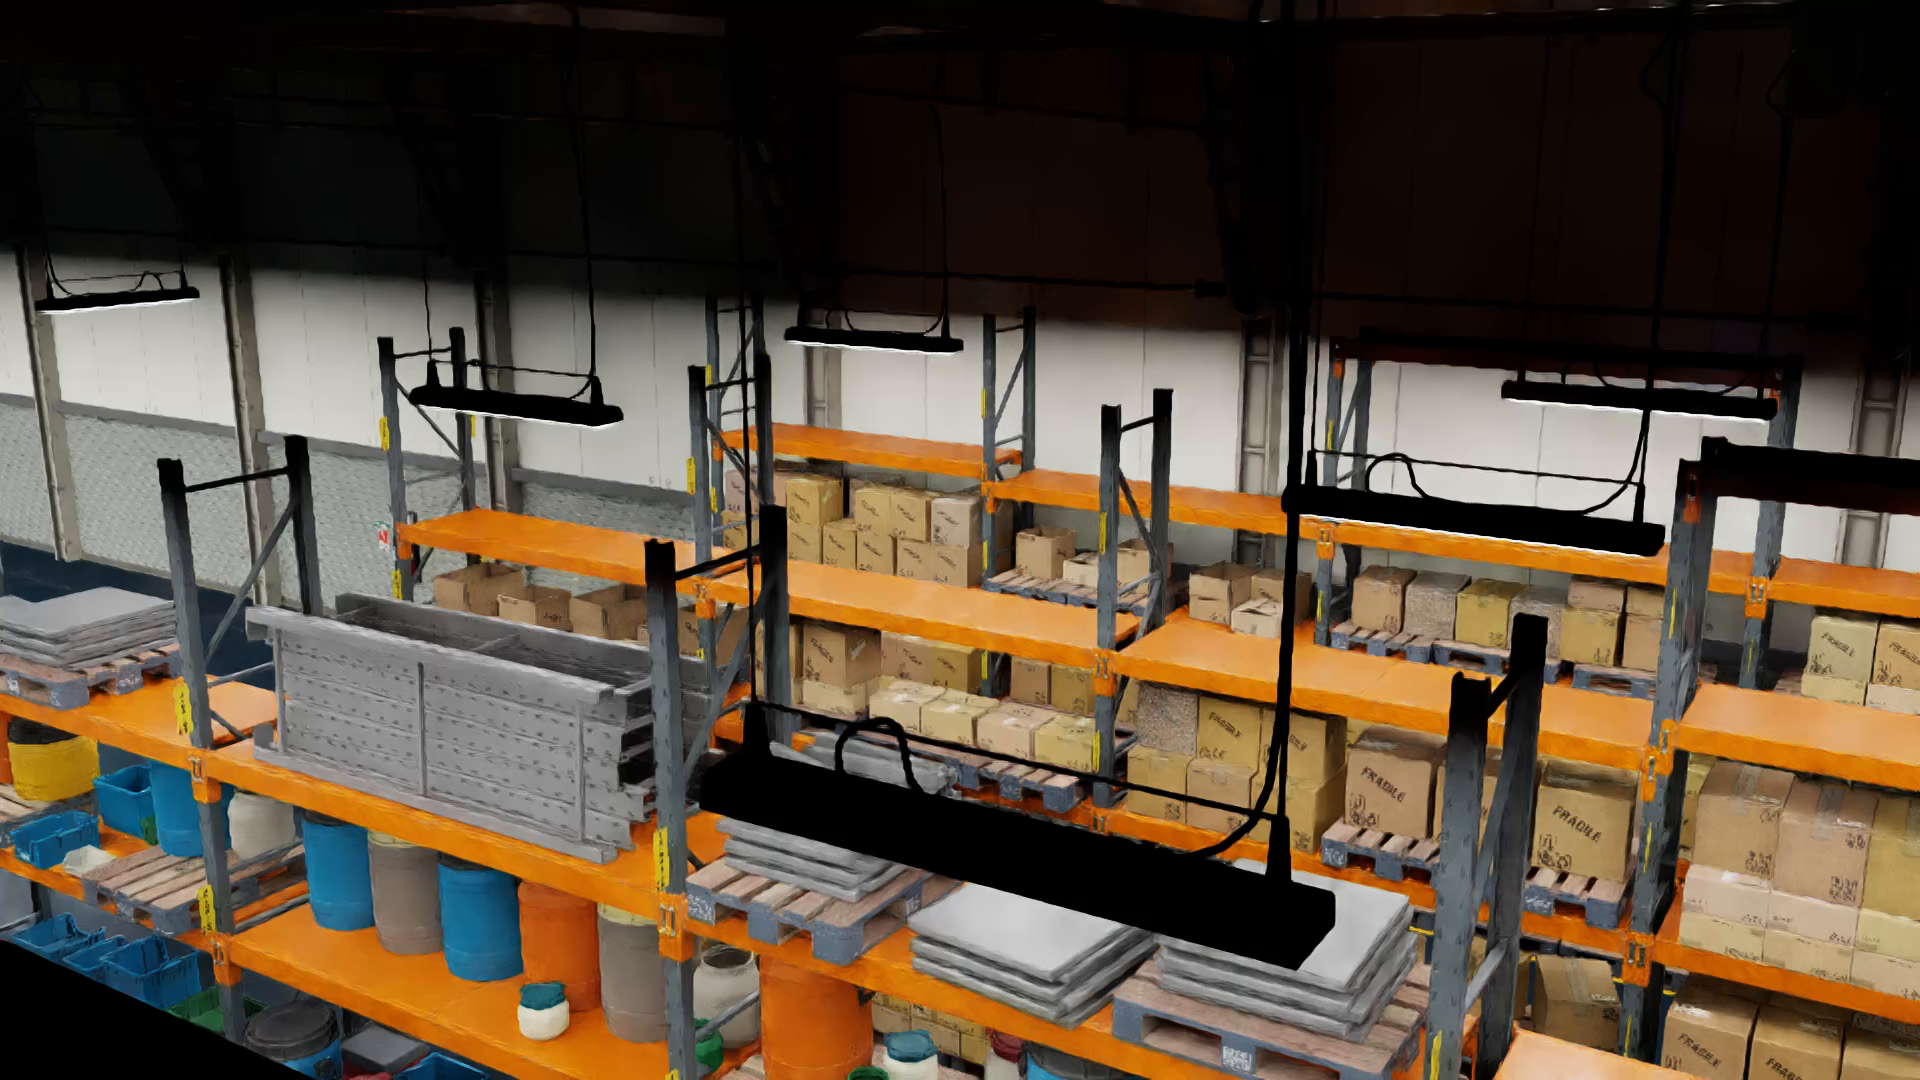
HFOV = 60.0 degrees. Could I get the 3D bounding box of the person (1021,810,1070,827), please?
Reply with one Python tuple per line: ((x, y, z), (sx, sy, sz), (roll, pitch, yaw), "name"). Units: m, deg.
((0.946, 2.860, 17.974), (0.626, 1.767, 0.492), (2, 14, 7), "person")
